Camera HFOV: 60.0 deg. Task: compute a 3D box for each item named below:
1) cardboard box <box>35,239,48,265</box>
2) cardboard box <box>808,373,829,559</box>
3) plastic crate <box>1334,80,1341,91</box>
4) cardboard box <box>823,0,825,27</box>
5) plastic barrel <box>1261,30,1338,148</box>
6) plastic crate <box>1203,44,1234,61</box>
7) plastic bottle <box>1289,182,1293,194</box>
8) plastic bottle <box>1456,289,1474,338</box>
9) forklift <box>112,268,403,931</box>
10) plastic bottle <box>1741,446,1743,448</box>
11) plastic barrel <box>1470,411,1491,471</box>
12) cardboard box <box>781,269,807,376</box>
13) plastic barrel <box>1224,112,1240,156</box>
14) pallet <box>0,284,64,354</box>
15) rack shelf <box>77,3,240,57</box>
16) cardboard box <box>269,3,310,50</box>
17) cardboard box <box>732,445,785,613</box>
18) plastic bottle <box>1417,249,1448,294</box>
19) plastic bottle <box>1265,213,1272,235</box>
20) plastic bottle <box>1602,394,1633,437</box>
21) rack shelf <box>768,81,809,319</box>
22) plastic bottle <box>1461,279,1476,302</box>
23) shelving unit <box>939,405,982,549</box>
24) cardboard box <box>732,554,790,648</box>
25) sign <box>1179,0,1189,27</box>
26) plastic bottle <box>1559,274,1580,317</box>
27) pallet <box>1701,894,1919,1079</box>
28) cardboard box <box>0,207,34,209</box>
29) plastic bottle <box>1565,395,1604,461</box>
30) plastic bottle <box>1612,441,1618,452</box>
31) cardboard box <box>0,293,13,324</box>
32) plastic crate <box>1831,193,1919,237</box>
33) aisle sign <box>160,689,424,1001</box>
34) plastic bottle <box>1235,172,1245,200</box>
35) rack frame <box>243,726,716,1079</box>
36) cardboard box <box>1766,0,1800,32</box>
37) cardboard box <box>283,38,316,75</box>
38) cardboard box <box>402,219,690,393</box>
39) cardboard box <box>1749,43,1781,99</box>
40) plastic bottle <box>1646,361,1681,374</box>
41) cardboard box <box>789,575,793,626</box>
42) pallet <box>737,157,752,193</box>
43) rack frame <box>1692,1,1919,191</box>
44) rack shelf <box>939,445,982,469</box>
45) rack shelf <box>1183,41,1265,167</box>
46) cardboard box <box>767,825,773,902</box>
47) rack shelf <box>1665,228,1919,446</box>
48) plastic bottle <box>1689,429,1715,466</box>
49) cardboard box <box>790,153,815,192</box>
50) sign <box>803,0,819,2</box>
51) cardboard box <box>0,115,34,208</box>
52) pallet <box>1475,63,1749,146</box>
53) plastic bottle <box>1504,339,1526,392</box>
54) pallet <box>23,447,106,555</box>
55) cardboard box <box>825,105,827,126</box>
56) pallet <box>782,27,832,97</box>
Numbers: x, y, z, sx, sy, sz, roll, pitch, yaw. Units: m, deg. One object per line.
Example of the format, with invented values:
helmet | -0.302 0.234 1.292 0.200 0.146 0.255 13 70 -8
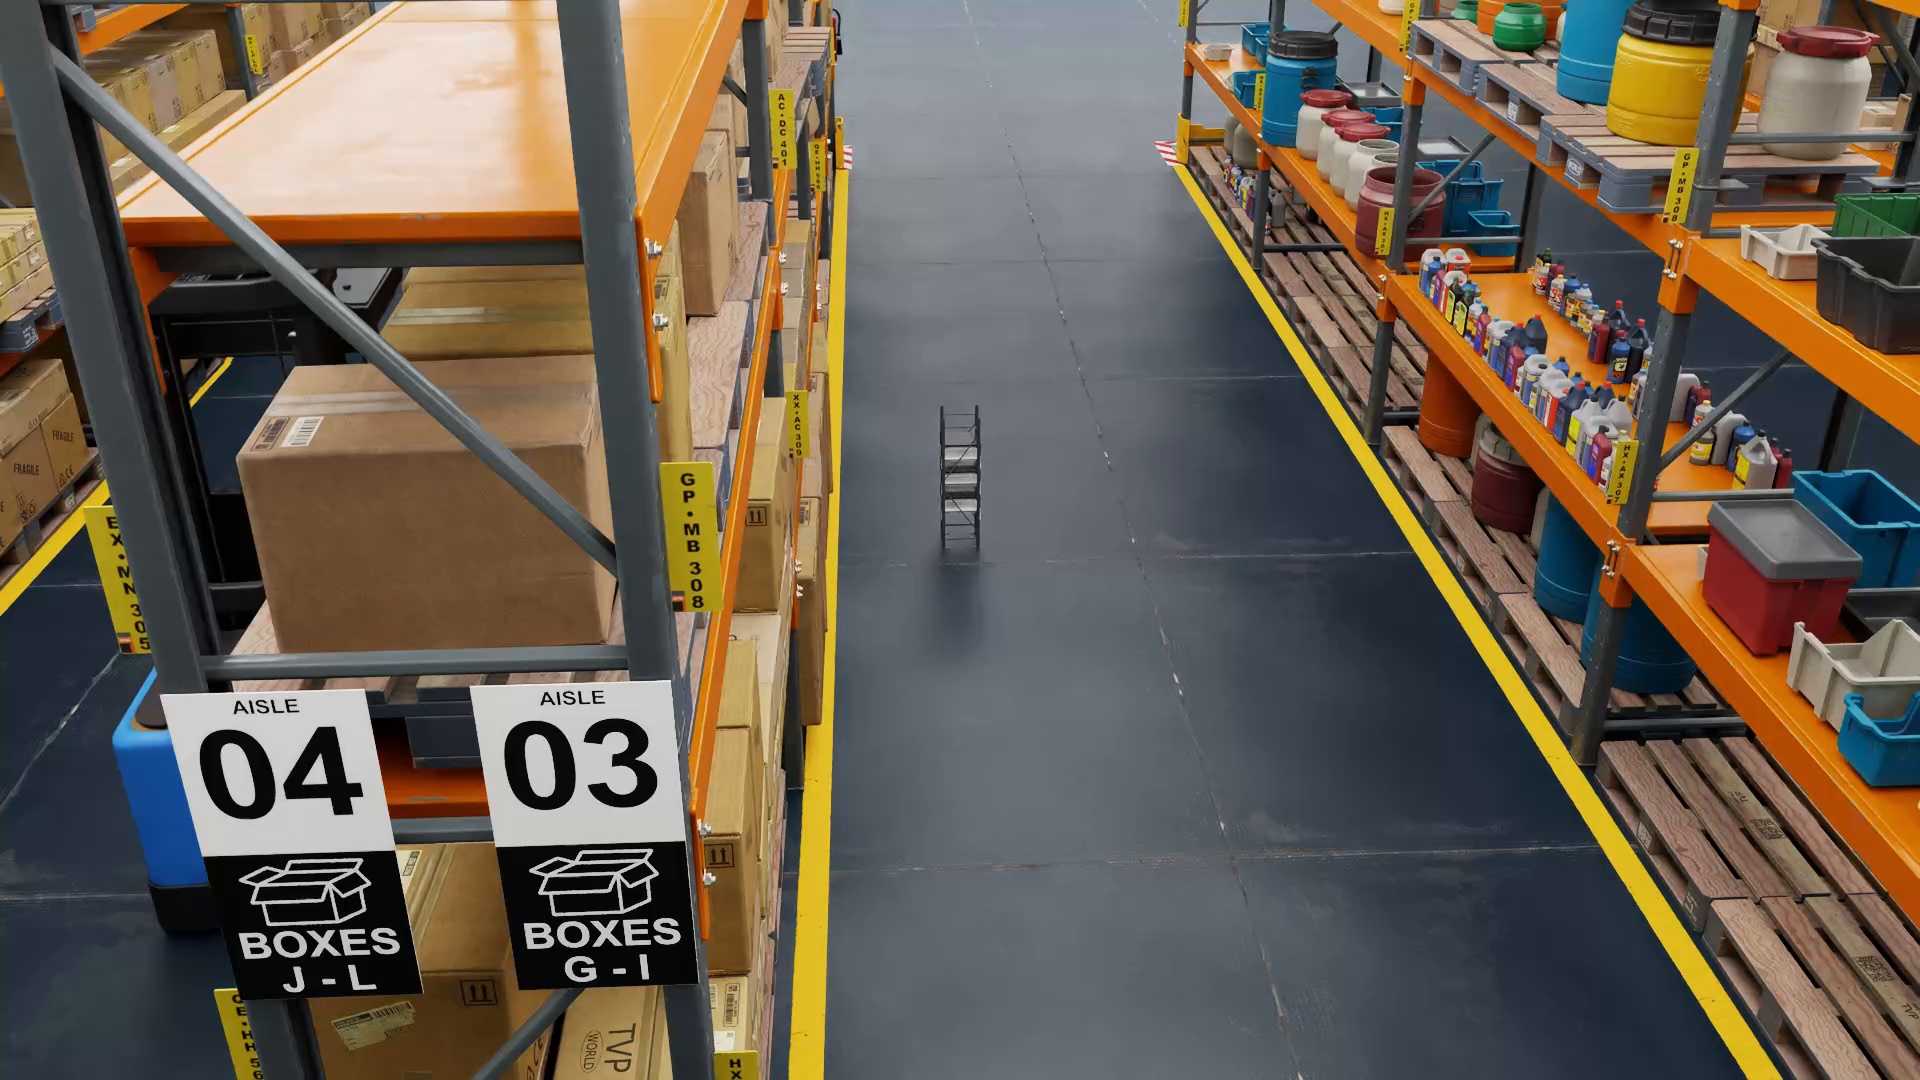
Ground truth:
cardboard box | -5.971 -1.850 10.549 0.380 0.149 0.250 -1 28 -2
cardboard box | -1.439 -0.447 10.206 1.225 0.875 0.875 -1 28 -2
plastic crate | 3.344 -4.118 15.468 0.767 0.338 0.504 -1 28 -3
cardboard box | -1.499 -4.845 15.285 0.500 0.500 0.500 -1 28 -3
plastic barrel | 2.962 -3.937 14.512 0.600 0.901 0.708 -1 28 -3
plastic crate | 2.761 -5.210 17.780 0.298 0.136 0.250 -1 28 -3
plastic bottle | 3.438 -3.672 17.096 0.097 0.201 0.097 0 28 0
plastic bottle | 3.150 -1.410 10.337 0.061 0.283 0.133 -1 28 -3
forklift | -3.182 -0.234 8.030 1.130 2.935 3.031 -3 28 -6
plastic bottle | 4.037 -0.412 8.511 0.097 0.201 0.097 0 28 0
plastic barrel | 3.614 -0.652 10.993 0.421 0.512 0.421 0 28 0
cardboard box | -1.170 -1.286 9.863 0.500 0.500 0.500 -2 28 -4
plastic barrel | 3.146 -4.529 18.425 0.421 0.512 0.421 0 28 0
pallet | -6.308 -1.449 10.492 1.213 0.211 1.003 -1 28 -3
rack shelf | -6.556 -3.795 12.317 1.077 0.370 4.000 -1 28 -3
cardboard box | -6.681 -4.928 15.625 0.875 0.550 0.550 -1 28 -3
cardboard box | -0.971 -0.047 6.626 0.500 0.500 0.500 -1 28 -2
plastic bottle | 3.153 -1.790 11.073 0.152 0.276 0.135 -1 28 -3
plastic bottle | 2.914 -3.015 15.837 0.097 0.201 0.097 0 28 0
plastic bottle | 3.431 -0.604 8.718 0.144 0.351 0.185 -1 28 -3
rack shelf | -1.389 -2.021 8.915 1.077 0.370 4.000 -1 28 -3
plastic bottle | 3.216 -1.522 10.564 0.097 0.271 0.097 0 28 0
shelving unit | 0.000 -0.395 10.535 0.258 0.900 0.210 -1 28 -3
cardboard box | -0.970 0.285 6.801 0.500 0.250 0.500 -1 28 -1
sign | 2.486 -5.859 18.441 0.100 0.325 0.005 -1 28 -3
plastic bottle | 3.910 -1.569 10.654 0.097 0.271 0.097 0 28 0
pallet | 3.806 1.934 6.814 1.003 0.211 1.213 -1 28 -3
cardboard box | -6.206 -2.119 11.460 0.500 0.500 0.500 -1 28 -2
plastic bottle | 3.287 -0.601 8.711 0.144 0.351 0.185 -1 28 -3
plastic bottle | 3.339 -0.408 8.503 0.097 0.201 0.097 0 28 0
cardboard box | -5.933 -1.370 9.950 0.380 0.149 0.250 -2 28 -3
plastic crate | 3.986 -1.253 6.895 0.450 0.188 0.662 -1 28 -3
aisle sign | -1.371 0.649 3.451 0.394 0.787 0.004 -1 28 -3
plastic bottle | 2.852 -3.590 16.864 0.097 0.271 0.097 0 28 0
rack frame | -1.076 1.761 4.130 1.000 3.000 0.127 -1 28 -3
cardboard box | 8.134 -5.076 15.727 0.700 0.500 0.500 -1 28 -3
cardboard box | -6.654 -4.450 15.876 0.875 0.550 0.550 -1 28 -3
cardboard box | -1.141 -0.583 4.710 0.700 0.500 0.500 -3 28 -6
cardboard box | 8.127 -4.511 16.047 0.700 0.500 0.500 -2 28 -3
plastic bottle | 3.958 -0.908 9.382 0.152 0.276 0.135 -1 28 -3
cardboard box | -0.928 0.277 7.247 0.380 0.149 0.250 -1 28 -2
pallet | -1.382 -1.754 7.832 0.805 0.209 1.217 -2 28 -5
rack frame | 3.662 -2.866 6.514 1.000 3.000 0.127 -1 28 -3
rack shelf | 0.000 -0.525 10.467 0.258 0.077 0.200 -1 28 -3
rack shelf | 3.140 -4.505 16.922 1.077 0.370 4.000 -1 28 -3
cardboard box | -0.834 1.107 5.656 0.380 0.149 0.250 -2 28 -3
rack shelf | 3.766 -0.293 5.603 1.077 0.370 4.000 -1 28 -3
plastic bottle | 3.875 -0.498 8.676 0.097 0.201 0.097 0 28 0
cardboard box | -1.351 -2.833 12.646 0.500 0.250 0.500 -2 28 -4
sign | -0.939 -3.537 10.400 0.100 0.325 0.005 -1 28 -3
cardboard box | -6.465 -2.556 11.217 0.700 0.500 0.500 -2 28 -3
pallet | 3.461 -2.335 8.945 1.003 0.211 1.213 -1 28 -3
plastic bottle | 3.196 -1.005 9.559 0.061 0.283 0.133 -1 28 -3
pallet | -6.412 -0.263 11.026 1.003 0.211 1.213 -1 28 -3
cardboard box | -1.413 -3.892 15.240 0.380 0.149 0.250 -1 28 -3
pallet | -1.407 -2.884 9.996 1.213 0.211 1.003 0 28 0
